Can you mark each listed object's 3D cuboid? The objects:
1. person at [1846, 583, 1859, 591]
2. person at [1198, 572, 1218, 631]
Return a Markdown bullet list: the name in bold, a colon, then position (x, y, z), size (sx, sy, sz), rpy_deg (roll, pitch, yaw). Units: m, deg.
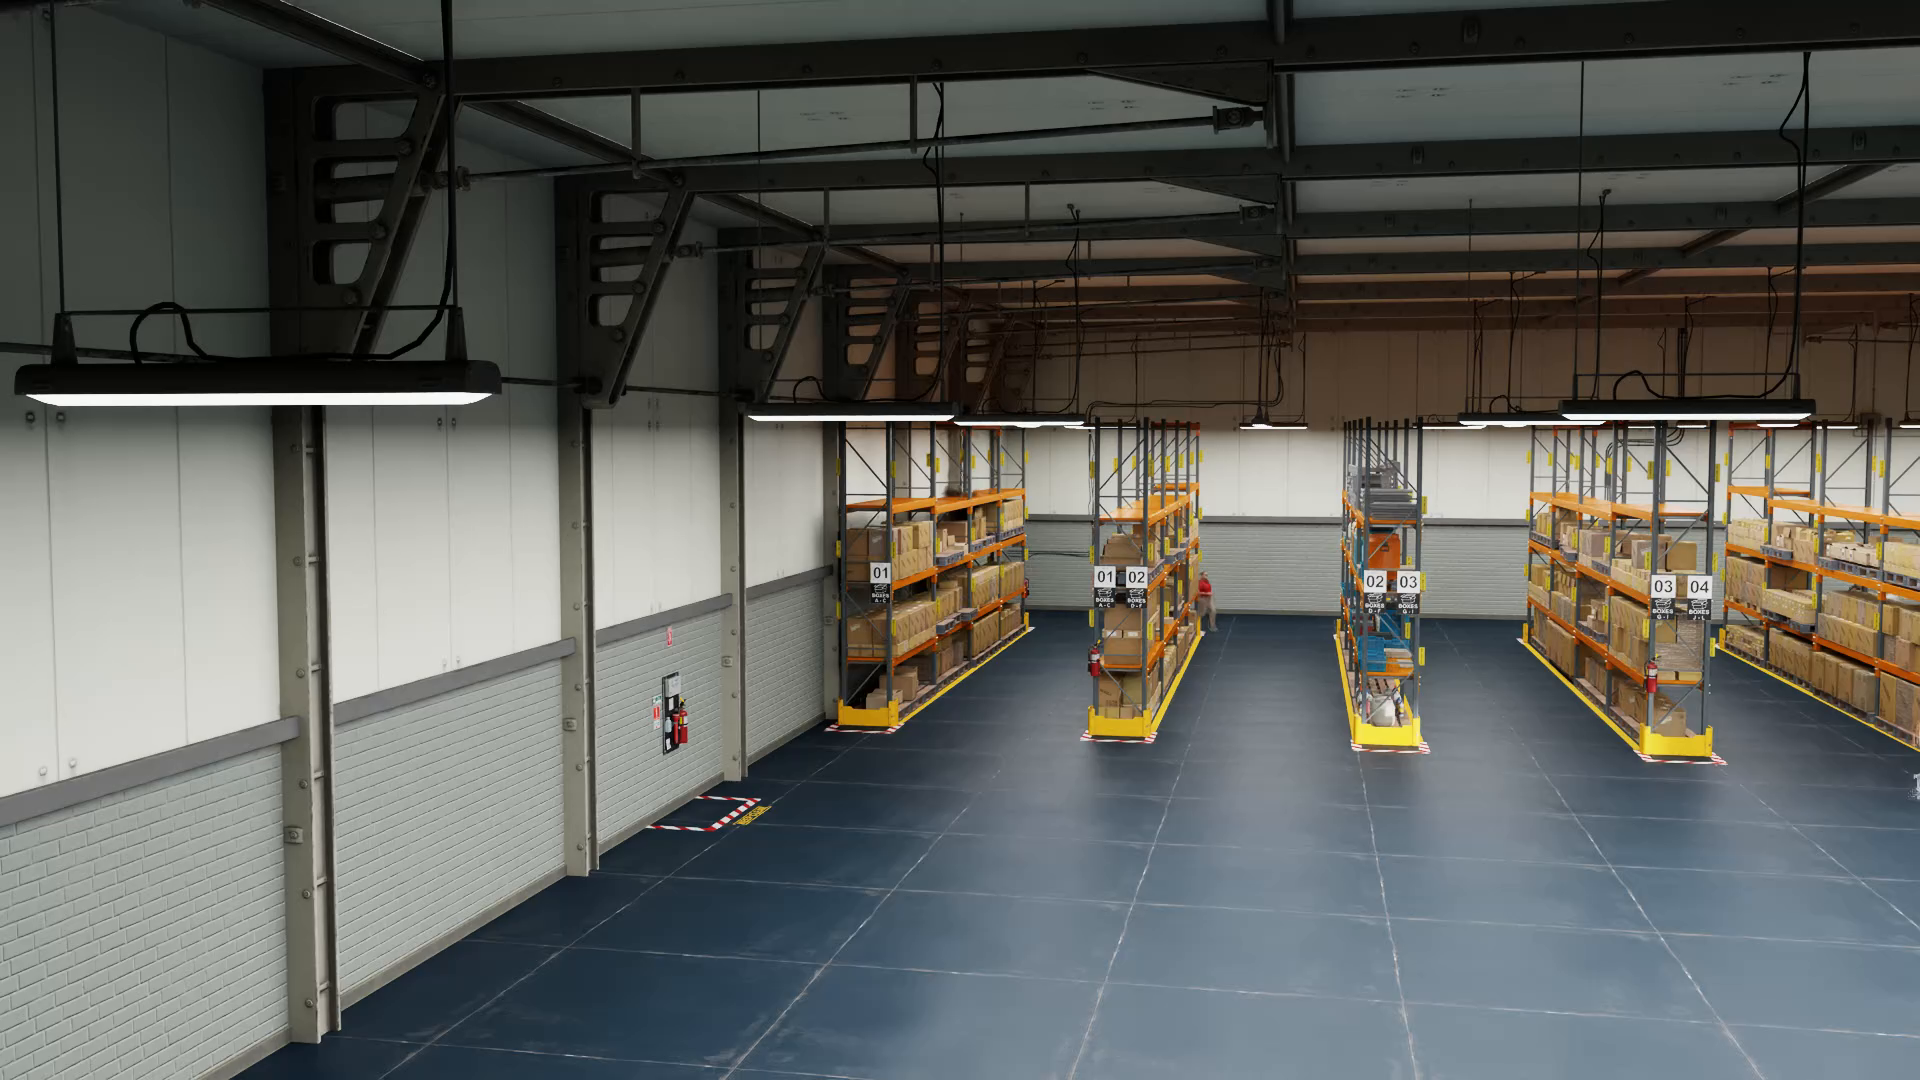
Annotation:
- **person**: position (24.114, 1.965, 44.802), size (0.931, 1.655, 0.605), rpy_deg (1, 4, 16)
- **person**: position (7.006, 1.792, 47.903), size (0.803, 1.787, 0.677), rpy_deg (3, 5, 43)
